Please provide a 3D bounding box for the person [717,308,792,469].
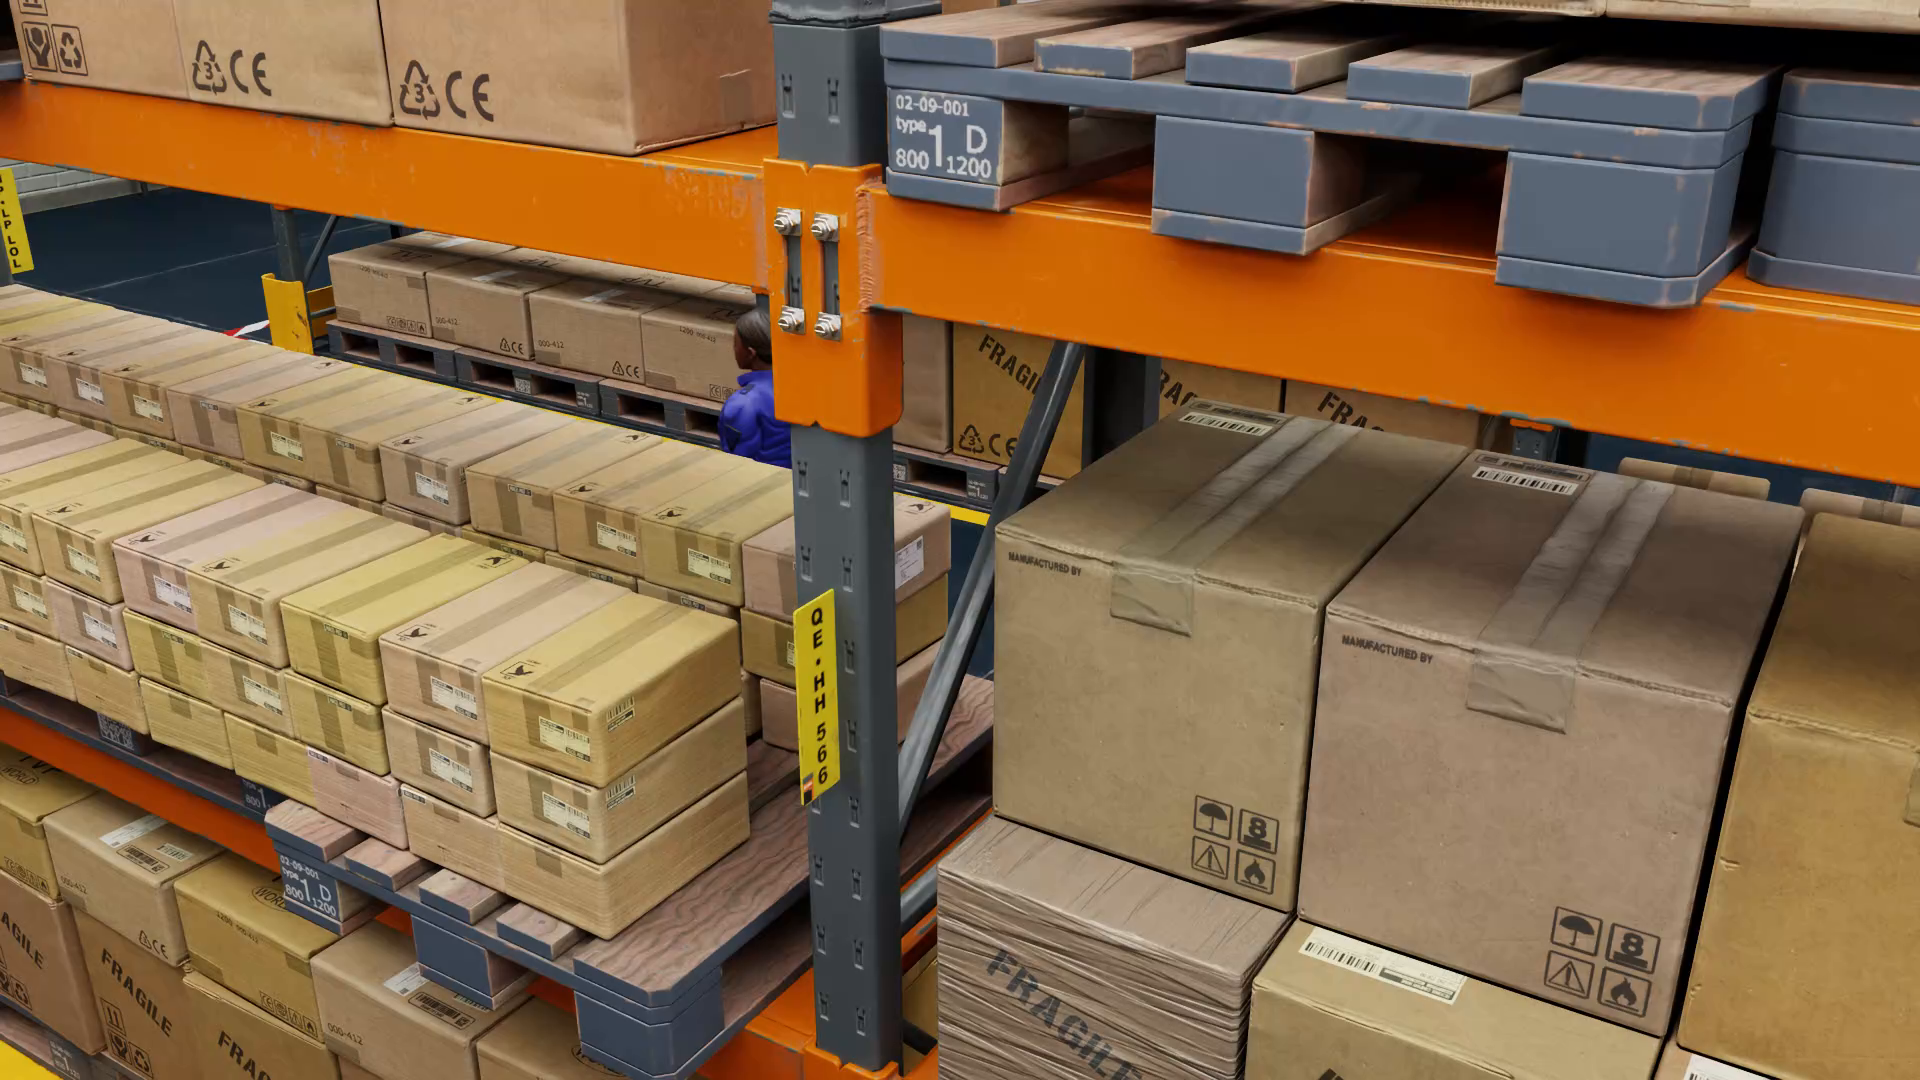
[{"bbox_3d":[-0.732,-0.061,6.278,0.309,1.677,0.436,15,27,30],"label":"person"}]
